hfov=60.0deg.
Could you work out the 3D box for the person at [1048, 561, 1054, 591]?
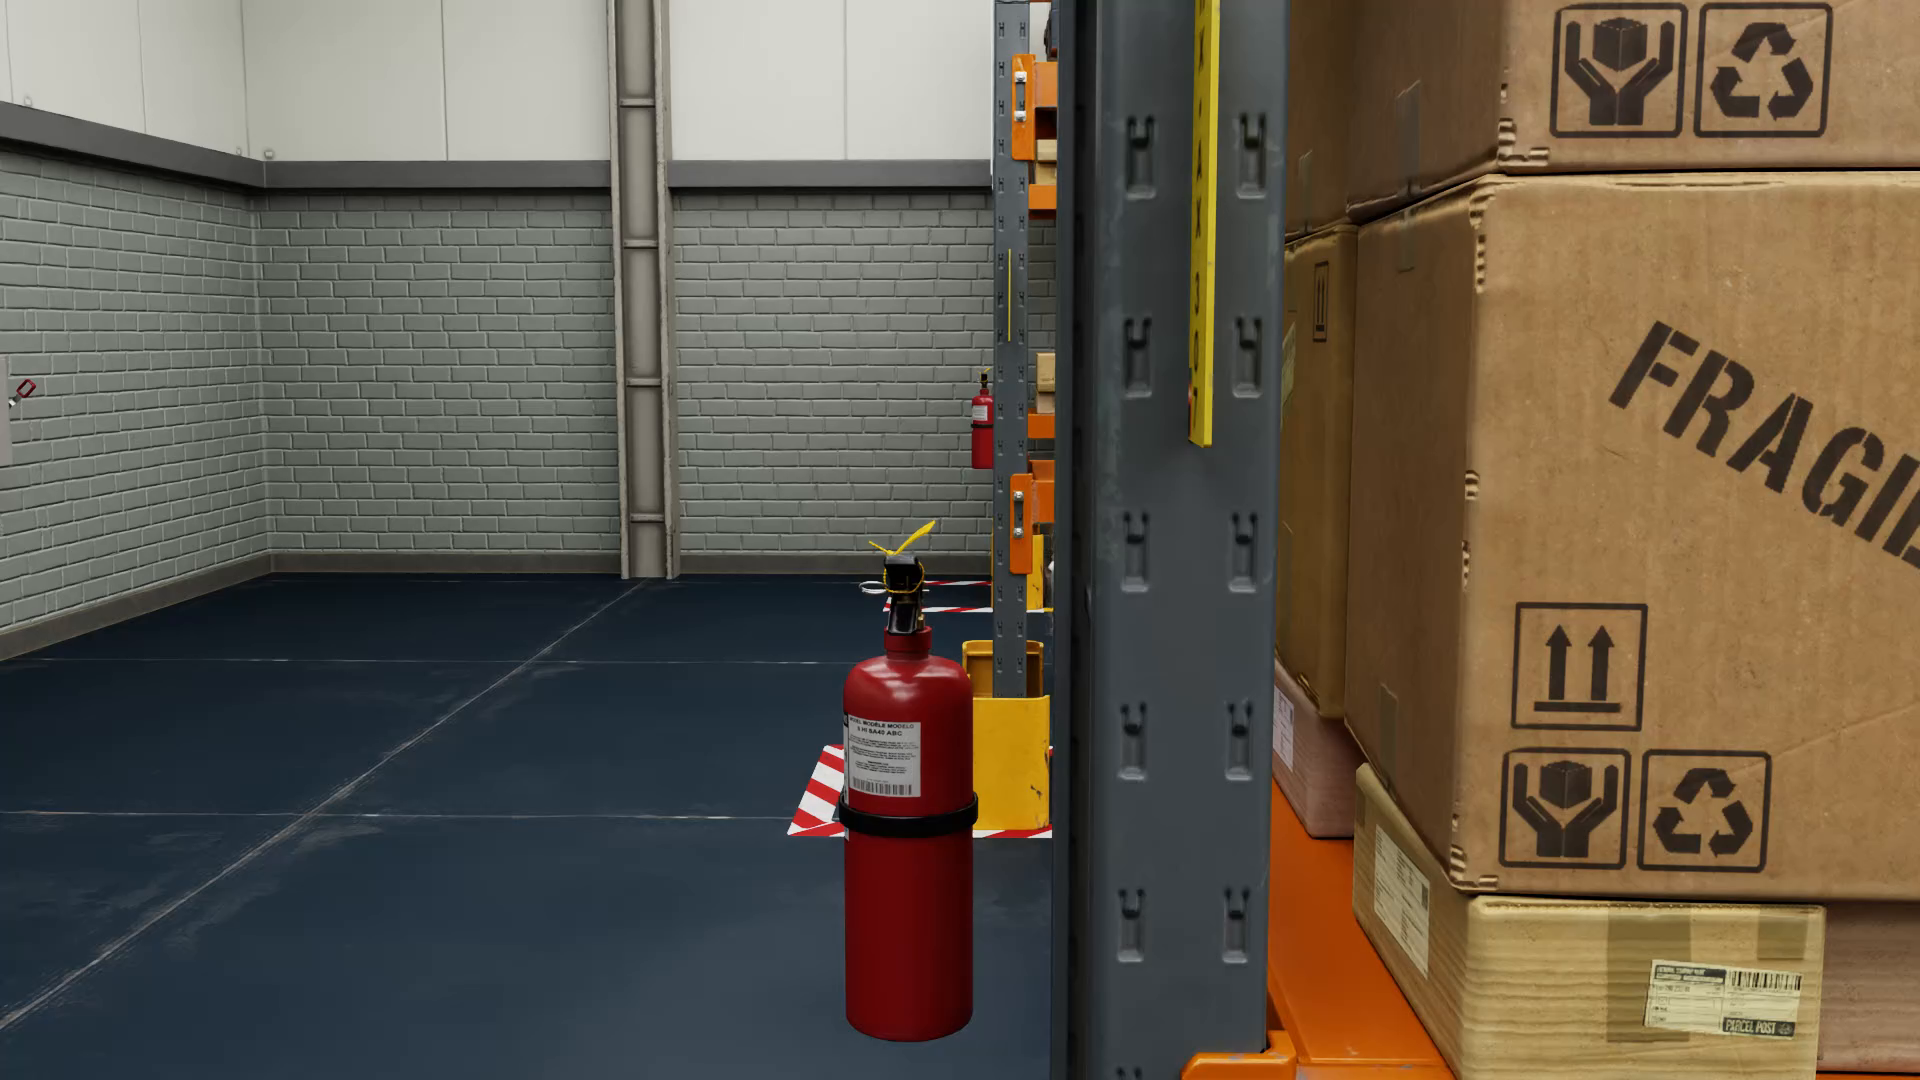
[{"bbox_3d":[0.747,0.419,8.673,0.568,0.864,0.952,0,7,0],"label":"person"}]
